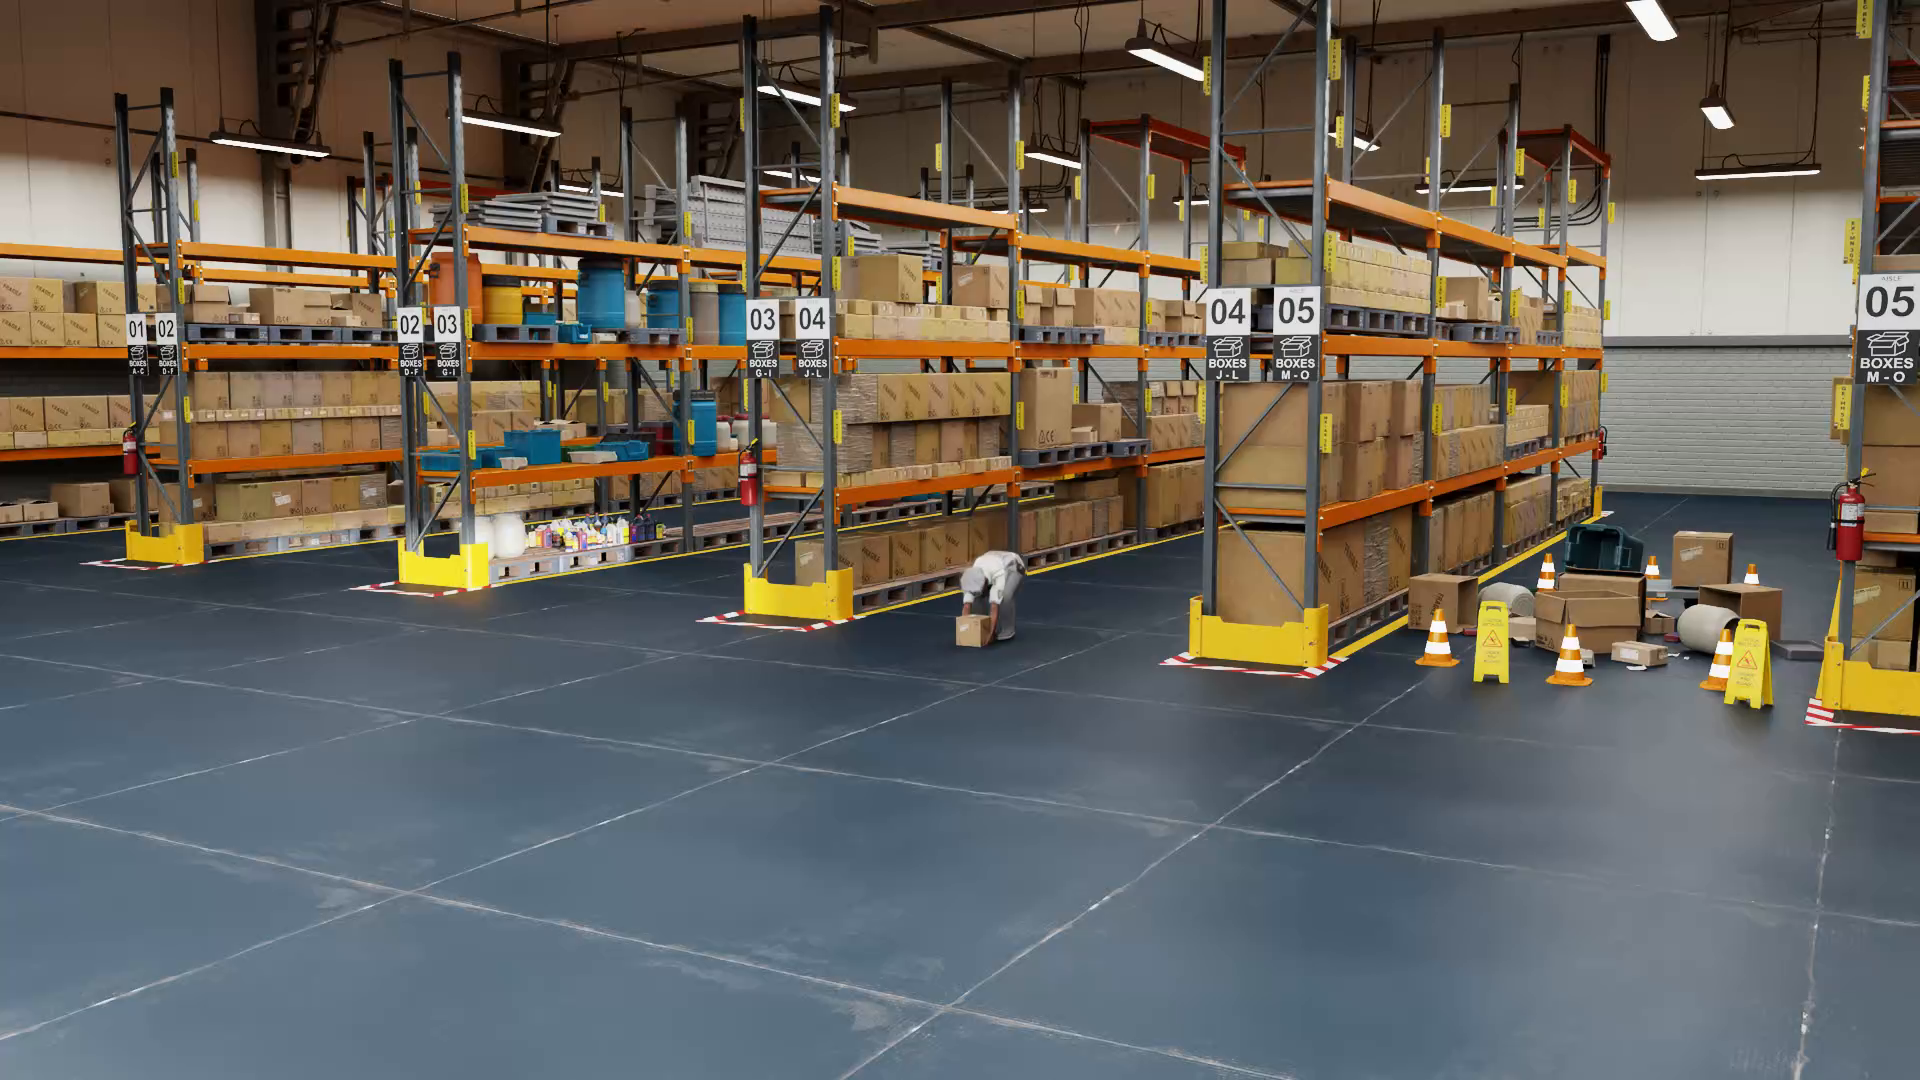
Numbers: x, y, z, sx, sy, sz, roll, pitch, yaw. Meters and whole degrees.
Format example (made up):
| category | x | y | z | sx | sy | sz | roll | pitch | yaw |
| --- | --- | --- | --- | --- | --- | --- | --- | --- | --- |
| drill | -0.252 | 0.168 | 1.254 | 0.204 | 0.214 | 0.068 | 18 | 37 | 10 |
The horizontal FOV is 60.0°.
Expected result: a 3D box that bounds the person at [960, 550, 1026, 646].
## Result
| category | x | y | z | sx | sy | sz | roll | pitch | yaw |
| --- | --- | --- | --- | --- | --- | --- | --- | --- | --- |
| person | 0.284 | 0.531 | 15.470 | 0.458 | 0.833 | 0.916 | 3 | 7 | 26 |
